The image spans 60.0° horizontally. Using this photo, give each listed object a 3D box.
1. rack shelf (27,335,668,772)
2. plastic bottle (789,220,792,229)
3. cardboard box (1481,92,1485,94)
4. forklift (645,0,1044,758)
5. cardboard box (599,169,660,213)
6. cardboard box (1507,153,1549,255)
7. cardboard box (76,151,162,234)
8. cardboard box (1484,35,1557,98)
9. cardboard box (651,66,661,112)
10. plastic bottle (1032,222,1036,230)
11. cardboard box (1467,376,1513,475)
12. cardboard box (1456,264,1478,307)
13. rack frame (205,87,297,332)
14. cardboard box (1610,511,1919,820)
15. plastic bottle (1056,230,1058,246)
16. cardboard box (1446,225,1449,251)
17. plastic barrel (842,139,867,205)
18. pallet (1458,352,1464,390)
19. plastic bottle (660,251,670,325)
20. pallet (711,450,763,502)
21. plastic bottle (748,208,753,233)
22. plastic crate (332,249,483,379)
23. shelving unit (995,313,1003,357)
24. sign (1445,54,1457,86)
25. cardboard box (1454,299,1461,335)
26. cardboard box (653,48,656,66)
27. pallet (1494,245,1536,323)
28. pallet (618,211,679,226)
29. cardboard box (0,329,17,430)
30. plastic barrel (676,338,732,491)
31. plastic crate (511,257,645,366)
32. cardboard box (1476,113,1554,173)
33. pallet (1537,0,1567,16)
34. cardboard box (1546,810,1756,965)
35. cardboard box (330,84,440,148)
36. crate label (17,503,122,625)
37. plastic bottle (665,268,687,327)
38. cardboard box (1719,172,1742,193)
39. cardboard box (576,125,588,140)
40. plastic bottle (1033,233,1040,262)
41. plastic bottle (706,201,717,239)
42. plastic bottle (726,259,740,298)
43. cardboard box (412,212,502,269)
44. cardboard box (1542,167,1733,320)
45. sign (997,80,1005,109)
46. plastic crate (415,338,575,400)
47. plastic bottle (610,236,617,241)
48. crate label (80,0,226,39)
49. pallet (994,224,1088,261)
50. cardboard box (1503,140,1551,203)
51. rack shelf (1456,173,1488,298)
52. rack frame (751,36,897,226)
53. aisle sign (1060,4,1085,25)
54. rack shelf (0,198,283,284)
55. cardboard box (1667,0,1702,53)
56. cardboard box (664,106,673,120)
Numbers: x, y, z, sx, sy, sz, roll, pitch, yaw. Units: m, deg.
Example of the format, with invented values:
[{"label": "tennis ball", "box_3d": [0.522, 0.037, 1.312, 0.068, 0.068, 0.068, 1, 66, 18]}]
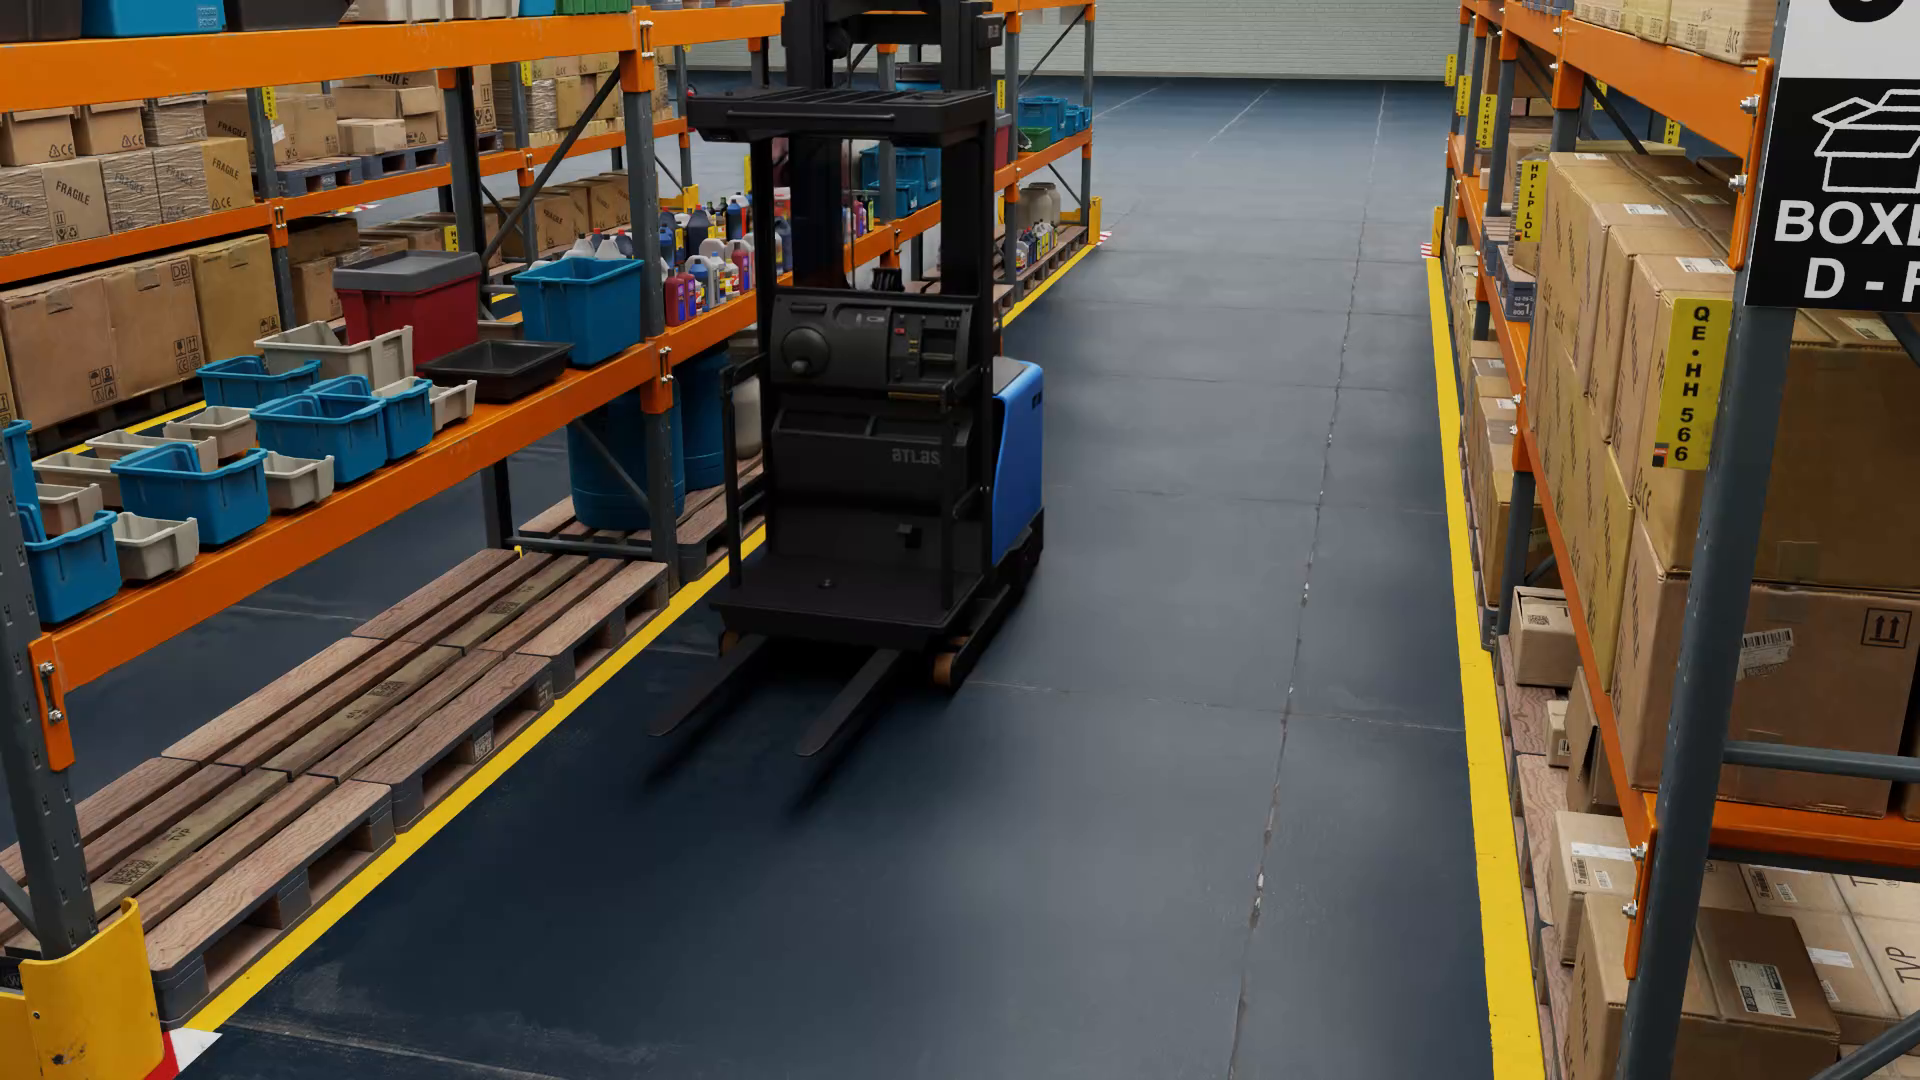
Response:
[{"label": "rack shelf", "box_3d": [-2.410, -0.221, 6.307, 1.077, 0.370, 4.000, 5, 19, 13]}, {"label": "plastic bottle", "box_3d": [-0.986, -1.768, 9.905, 0.061, 0.283, 0.133, 5, 19, 13]}, {"label": "cardboard box", "box_3d": [4.818, -3.920, 14.864, 0.380, 0.149, 0.250, 4, 19, 12]}, {"label": "forklift", "box_3d": [-0.457, -0.876, 7.216, 1.130, 2.935, 3.031, 5, 20, 15]}, {"label": "cardboard box", "box_3d": [-3.961, -4.162, 19.950, 0.500, 0.500, 0.500, 9, 21, 23]}, {"label": "cardboard box", "box_3d": [3.405, -1.818, 9.065, 0.700, 0.500, 0.500, 9, 21, 24]}, {"label": "cardboard box", "box_3d": [-5.878, -2.388, 11.382, 0.500, 0.500, 0.500, 4, 19, 12]}, {"label": "cardboard box", "box_3d": [4.938, -4.104, 14.401, 0.700, 0.500, 0.500, 5, 19, 14]}, {"label": "cardboard box", "box_3d": [-3.959, -5.192, 19.134, 0.875, 0.500, 0.500, 5, 19, 13]}, {"label": "plastic bottle", "box_3d": [0.795, -3.193, 17.418, 0.061, 0.283, 0.133, 5, 19, 13]}, {"label": "cardboard box", "box_3d": [3.220, -0.634, 9.589, 0.500, 0.500, 0.500, 4, 19, 13]}, {"label": "cardboard box", "box_3d": [4.240, -2.038, 13.250, 0.500, 0.311, 0.500, 4, 19, 12]}, {"label": "rack frame", "box_3d": [-5.747, -2.833, 12.842, 1.000, 3.000, 0.127, 5, 19, 13]}, {"label": "cardboard box", "box_3d": [1.749, 0.248, 3.665, 0.500, 0.500, 0.500, 5, 20, 15]}, {"label": "plastic bottle", "box_3d": [0.987, -3.223, 17.632, 0.097, 0.201, 0.097, 0, 19, 0]}, {"label": "cardboard box", "box_3d": [5.348, -3.147, 17.365, 0.500, 0.250, 0.500, 5, 19, 13]}, {"label": "plastic barrel", "box_3d": [-0.900, -2.834, 12.672, 0.421, 0.512, 0.421, 0, 19, 0]}, {"label": "pallet", "box_3d": [4.397, -1.366, 12.861, 1.003, 0.211, 1.213, 5, 19, 13]}, {"label": "plastic bottle", "box_3d": [-1.511, -1.262, 8.319, 0.144, 0.351, 0.185, 5, 19, 13]}, {"label": "pallet", "box_3d": [-1.396, -0.491, 10.298, 1.003, 0.211, 1.213, 5, 19, 13]}, {"label": "plastic bottle", "box_3d": [-1.351, -2.089, 10.970, 0.097, 0.201, 0.097, 0, 19, 0]}, {"label": "plastic crate", "box_3d": [-2.383, -0.987, 7.245, 0.402, 0.464, 0.583, 5, 19, 13]}, {"label": "shelving unit", "box_3d": [0.048, -0.608, 9.111, 0.258, 1.200, 0.503, 5, 20, 15]}, {"label": "sign", "box_3d": [5.276, -5.050, 17.870, 0.100, 0.325, 0.005, 5, 19, 13]}, {"label": "cardboard box", "box_3d": [4.247, -1.772, 13.338, 0.500, 0.250, 0.500, 4, 19, 12]}, {"label": "cardboard box", "box_3d": [-3.804, -5.653, 18.935, 0.500, 0.500, 0.500, 5, 19, 13]}, {"label": "pallet", "box_3d": [3.388, -1.349, 8.793, 1.003, 0.211, 1.213, 5, 19, 13]}, {"label": "pallet", "box_3d": [-4.044, -3.745, 19.827, 1.003, 0.211, 1.213, 5, 19, 13]}, {"label": "cardboard box", "box_3d": [-6.587, -0.975, 10.039, 1.225, 0.875, 0.875, 5, 19, 14]}, {"label": "plastic barrel", "box_3d": [-1.599, -0.785, 9.443, 0.600, 0.901, 0.708, 5, 19, 13]}, {"label": "plastic crate", "box_3d": [-1.705, -1.036, 7.512, 0.392, 0.384, 0.575, 5, 19, 13]}, {"label": "cardboard box", "box_3d": [4.938, -3.490, 14.611, 0.700, 0.500, 0.500, 4, 19, 12]}, {"label": "pallet", "box_3d": [3.108, -2.325, 7.005, 1.213, 0.211, 1.003, 5, 19, 13]}, {"label": "cardboard box", "box_3d": [2.059, 1.065, 5.001, 0.500, 0.250, 0.500, 5, 19, 13]}, {"label": "cardboard box", "box_3d": [-5.104, -3.784, 14.816, 0.797, 0.503, 0.637, 7, 20, 19]}, {"label": "crate label", "box_3d": [-2.519, 0.065, 4.523, 0.416, 0.233, 0.303, 5, 19, 13]}, {"label": "plastic bottle", "box_3d": [-1.418, -1.214, 8.283, 0.061, 0.283, 0.133, 5, 19, 13]}, {"label": "cardboard box", "box_3d": [2.886, -0.977, 5.705, 0.500, 0.500, 0.500, 4, 19, 12]}, {"label": "cardboard box", "box_3d": [-4.165, -4.324, 17.595, 0.380, 0.149, 0.250, 5, 19, 13]}, {"label": "plastic bottle", "box_3d": [0.760, -2.946, 16.695, 0.061, 0.283, 0.133, 6, 20, 16]}, {"label": "plastic bottle", "box_3d": [-1.610, -2.021, 10.645, 0.061, 0.283, 0.133, 5, 19, 13]}, {"label": "plastic bottle", "box_3d": [-1.247, -1.419, 9.010, 0.097, 0.201, 0.097, 0, 19, 0]}, {"label": "cardboard box", "box_3d": [-4.940, -2.922, 16.287, 0.700, 0.500, 0.500, 3, 19, 9]}, {"label": "cardboard box", "box_3d": [2.367, -1.029, 5.859, 0.500, 0.500, 0.500, 4, 19, 12]}, {"label": "sign", "box_3d": [0.478, -5.125, 19.124, 0.100, 0.325, 0.005, 5, 19, 13]}, {"label": "plastic crate", "box_3d": [-1.934, -0.715, 6.972, 0.437, 0.125, 0.590, 5, 19, 13]}, {"label": "plastic bottle", "box_3d": [-1.926, -1.551, 9.281, 0.152, 0.276, 0.135, 5, 19, 13]}, {"label": "crate label", "box_3d": [-2.360, -1.547, 4.667, 0.408, 0.251, 0.502, 5, 19, 13]}, {"label": "pallet", "box_3d": [0.834, -3.348, 18.664, 1.003, 0.211, 1.213, 5, 19, 13]}, {"label": "cardboard box", "box_3d": [4.252, -2.624, 12.075, 0.500, 0.500, 0.500, 4, 19, 10]}, {"label": "rack shelf", "box_3d": [4.347, -2.336, 12.500, 1.077, 0.370, 4.000, 5, 19, 13]}, {"label": "rack frame", "box_3d": [-0.944, -2.442, 11.697, 1.000, 3.000, 0.127, 5, 19, 13]}, {"label": "aisle sign", "box_3d": [1.316, -6.179, 18.615, 0.394, 0.787, 0.004, 5, 19, 13]}, {"label": "rack shelf", "box_3d": [-6.236, -1.866, 11.123, 1.077, 0.370, 4.000, 5, 19, 13]}, {"label": "cardboard box", "box_3d": [1.906, -1.229, 3.735, 0.500, 0.250, 0.500, 5, 19, 13]}, {"label": "cardboard box", "box_3d": [-3.662, -5.116, 19.914, 0.380, 0.149, 0.250, 5, 19, 13]}]
